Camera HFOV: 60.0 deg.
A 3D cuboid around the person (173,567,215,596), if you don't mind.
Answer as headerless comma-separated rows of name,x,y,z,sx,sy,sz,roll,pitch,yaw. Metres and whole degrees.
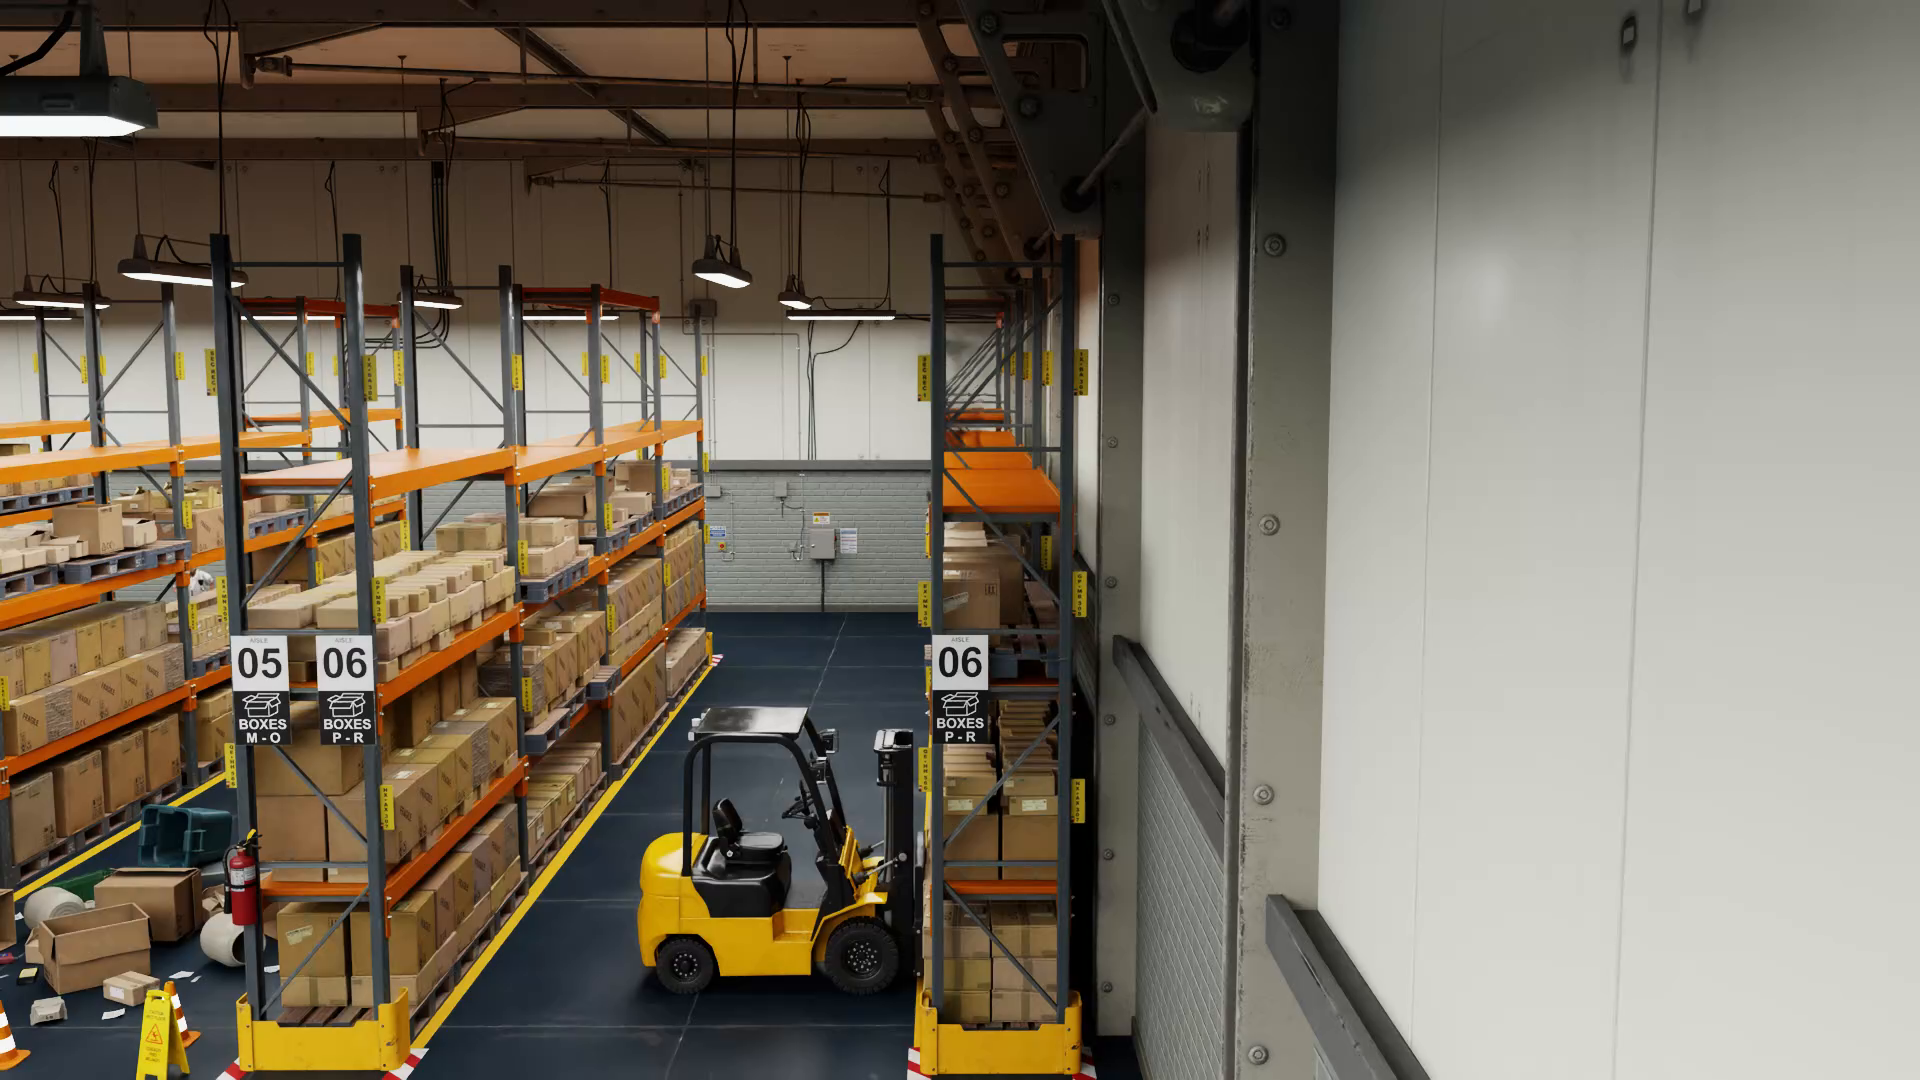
person,-13.315,1.133,28.927,0.650,1.720,0.765,-2,7,-17
